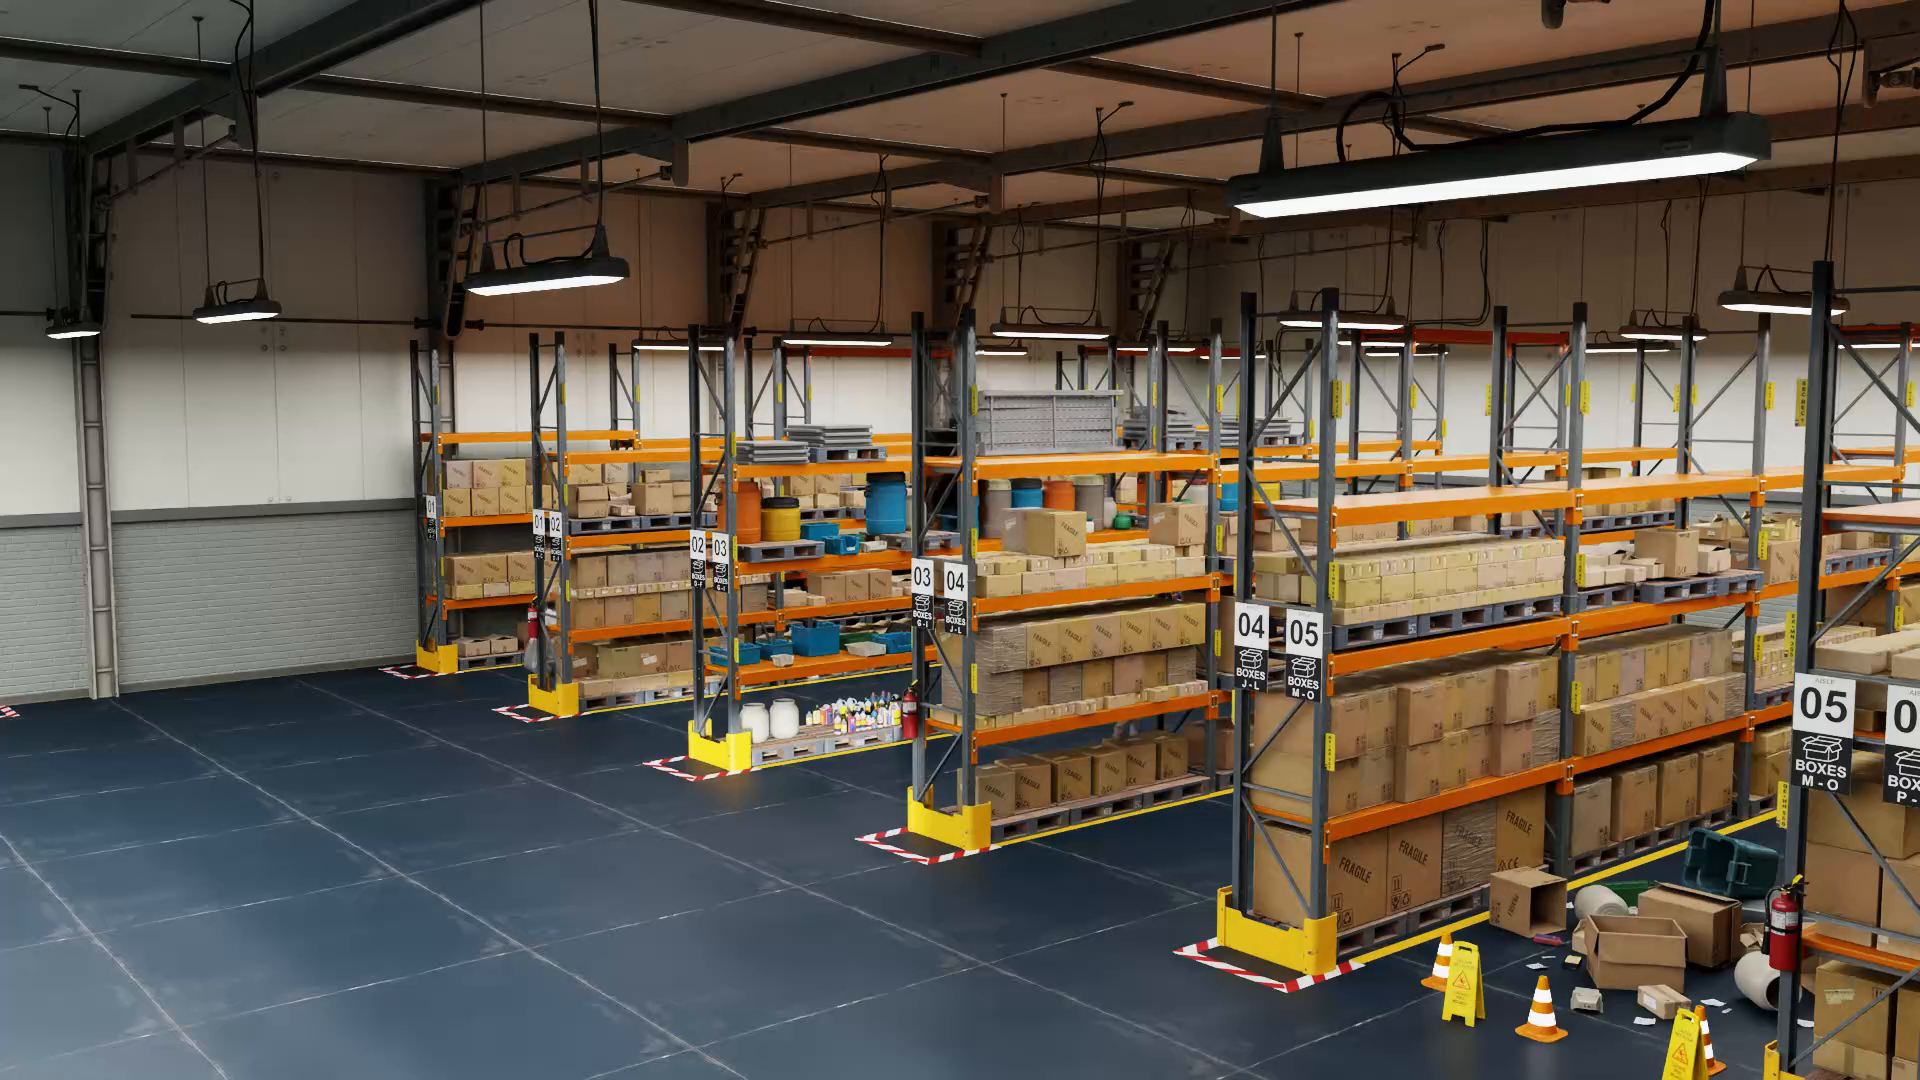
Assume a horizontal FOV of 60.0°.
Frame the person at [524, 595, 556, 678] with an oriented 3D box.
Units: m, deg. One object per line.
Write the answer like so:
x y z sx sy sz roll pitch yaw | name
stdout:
-7.056 1.723 28.032 0.708 1.701 0.567 3 6 31 | person

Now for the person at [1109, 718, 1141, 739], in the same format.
2.271 1.913 22.928 0.647 1.766 0.878 5 7 43 | person
